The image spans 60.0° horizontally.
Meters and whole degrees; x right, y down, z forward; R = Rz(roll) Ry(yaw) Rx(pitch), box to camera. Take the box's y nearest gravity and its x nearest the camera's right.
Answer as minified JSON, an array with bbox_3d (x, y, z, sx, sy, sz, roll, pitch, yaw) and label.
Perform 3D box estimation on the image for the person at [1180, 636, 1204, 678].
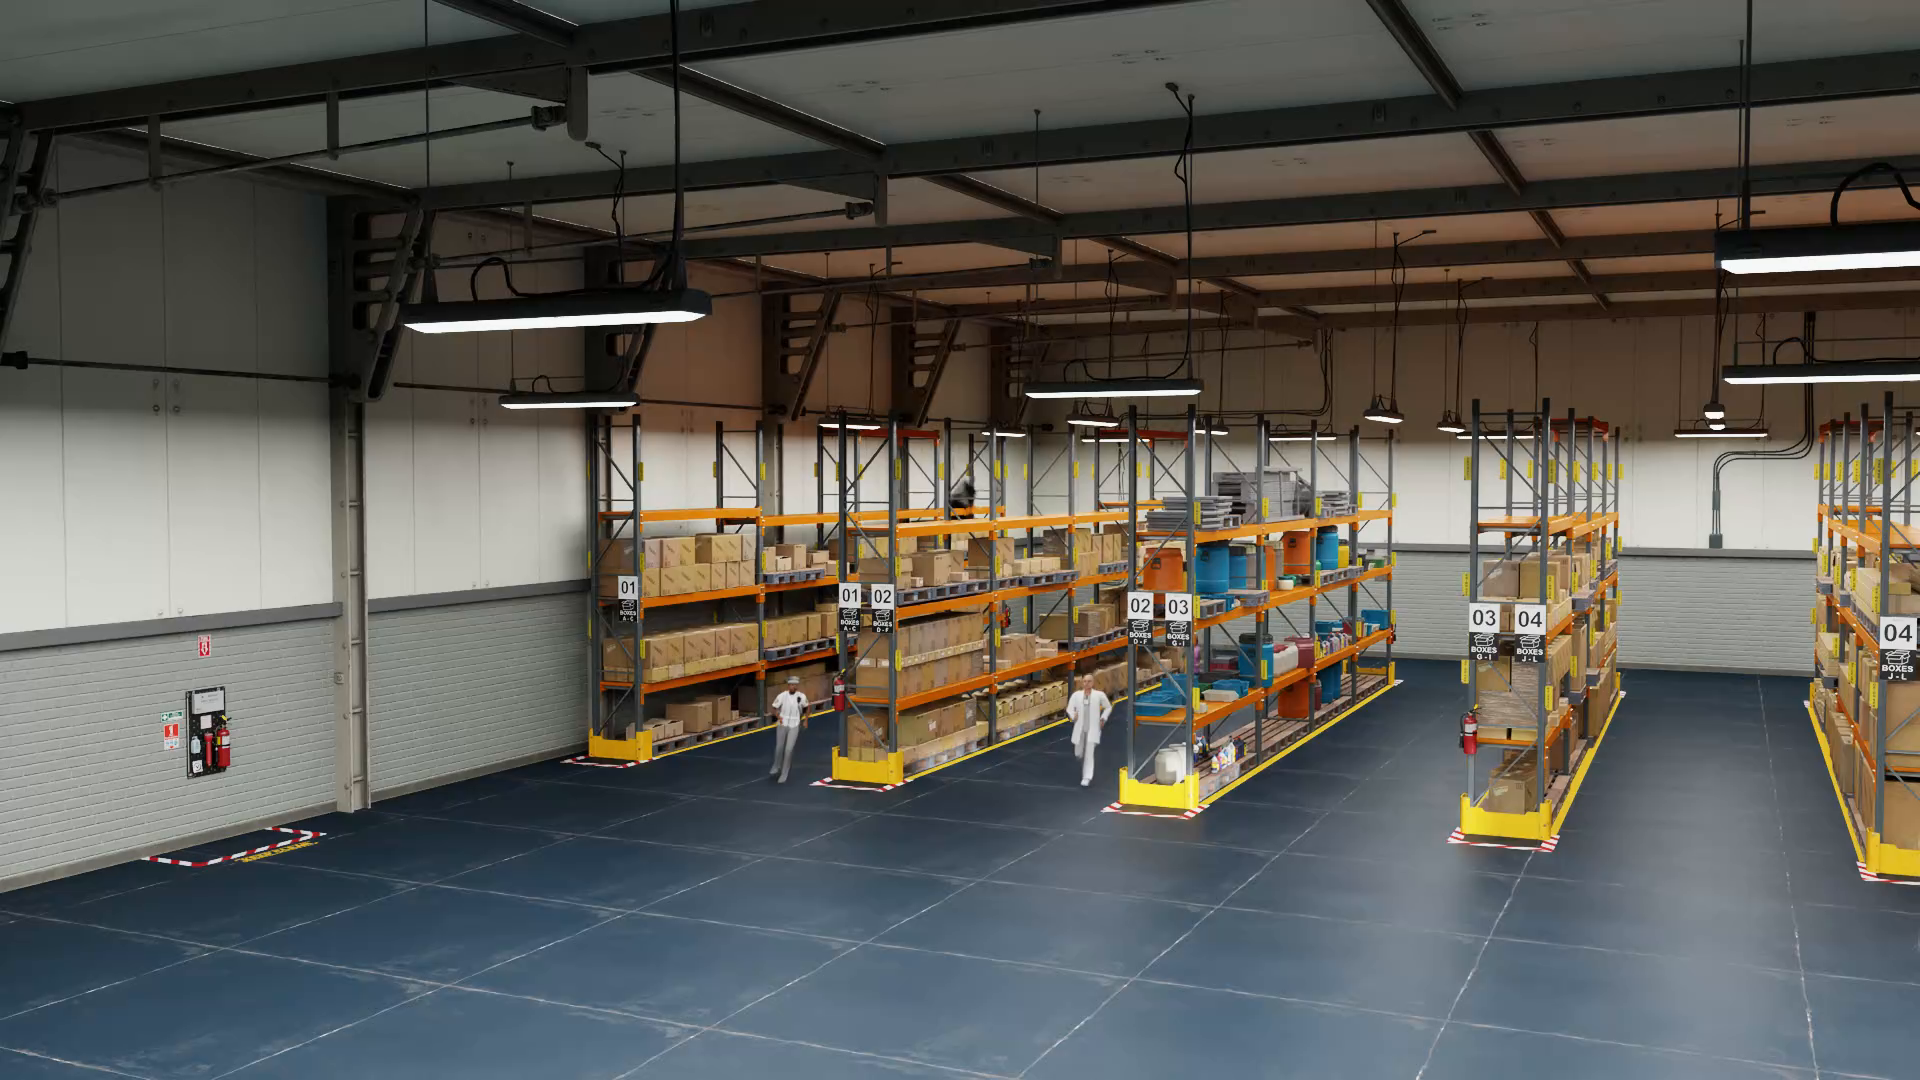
[{"bbox_3d":[4.865,2.784,34.924,0.535,1.558,0.533,0,2,12],"label":"person"}]

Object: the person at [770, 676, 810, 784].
[{"bbox_3d":[-2.784,3.058,27.048,0.668,1.712,0.815,0,2,-2],"label":"person"}]

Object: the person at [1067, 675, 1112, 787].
[{"bbox_3d":[2.060,3.032,26.657,0.721,1.742,0.877,1,2,17],"label":"person"}]
